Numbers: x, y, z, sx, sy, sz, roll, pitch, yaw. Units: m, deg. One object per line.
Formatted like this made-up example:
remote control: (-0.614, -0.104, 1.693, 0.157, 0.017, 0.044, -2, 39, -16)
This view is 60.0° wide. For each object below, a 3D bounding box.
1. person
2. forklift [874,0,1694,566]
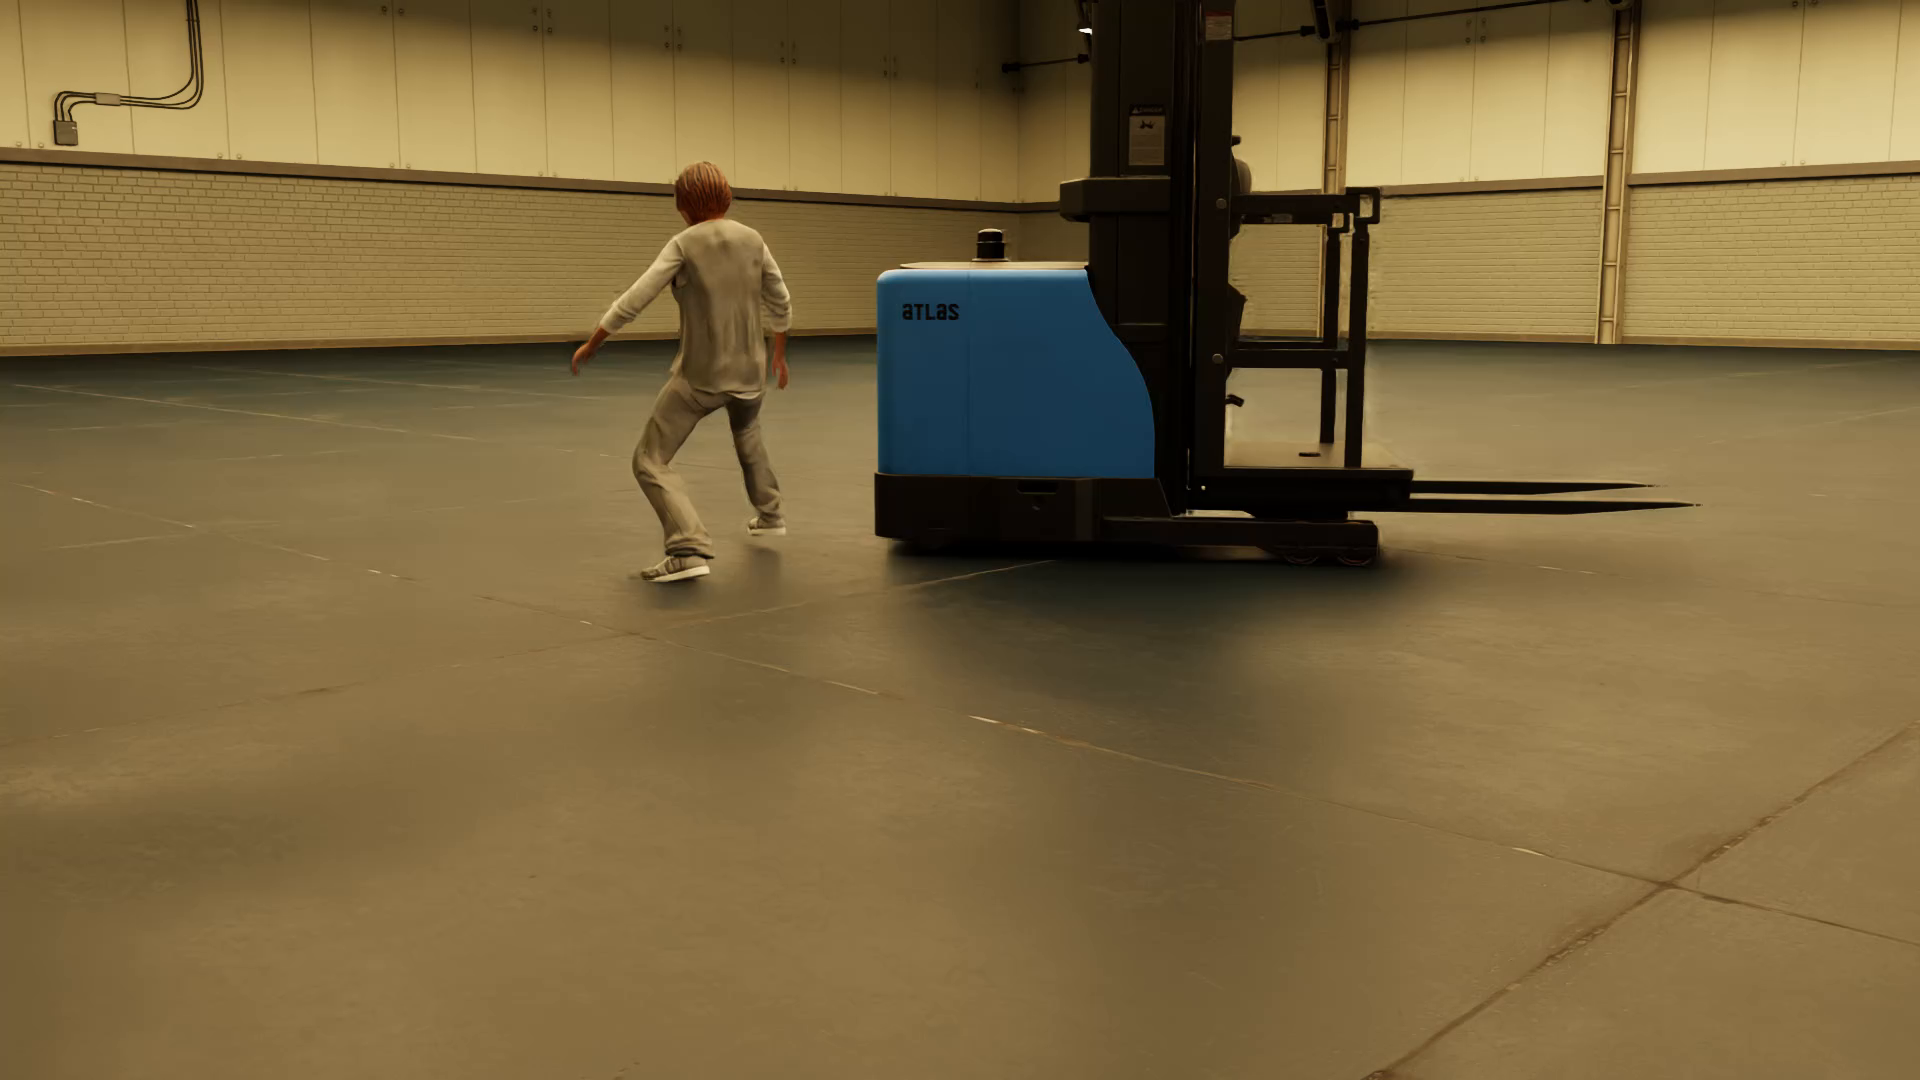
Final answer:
person: (-0.932, -0.611, 6.000, 0.822, 1.465, 0.651, -6, 10, -34)
forklift: (1.229, -1.437, 6.416, 3.031, 2.935, 1.130, 1, 9, 7)
